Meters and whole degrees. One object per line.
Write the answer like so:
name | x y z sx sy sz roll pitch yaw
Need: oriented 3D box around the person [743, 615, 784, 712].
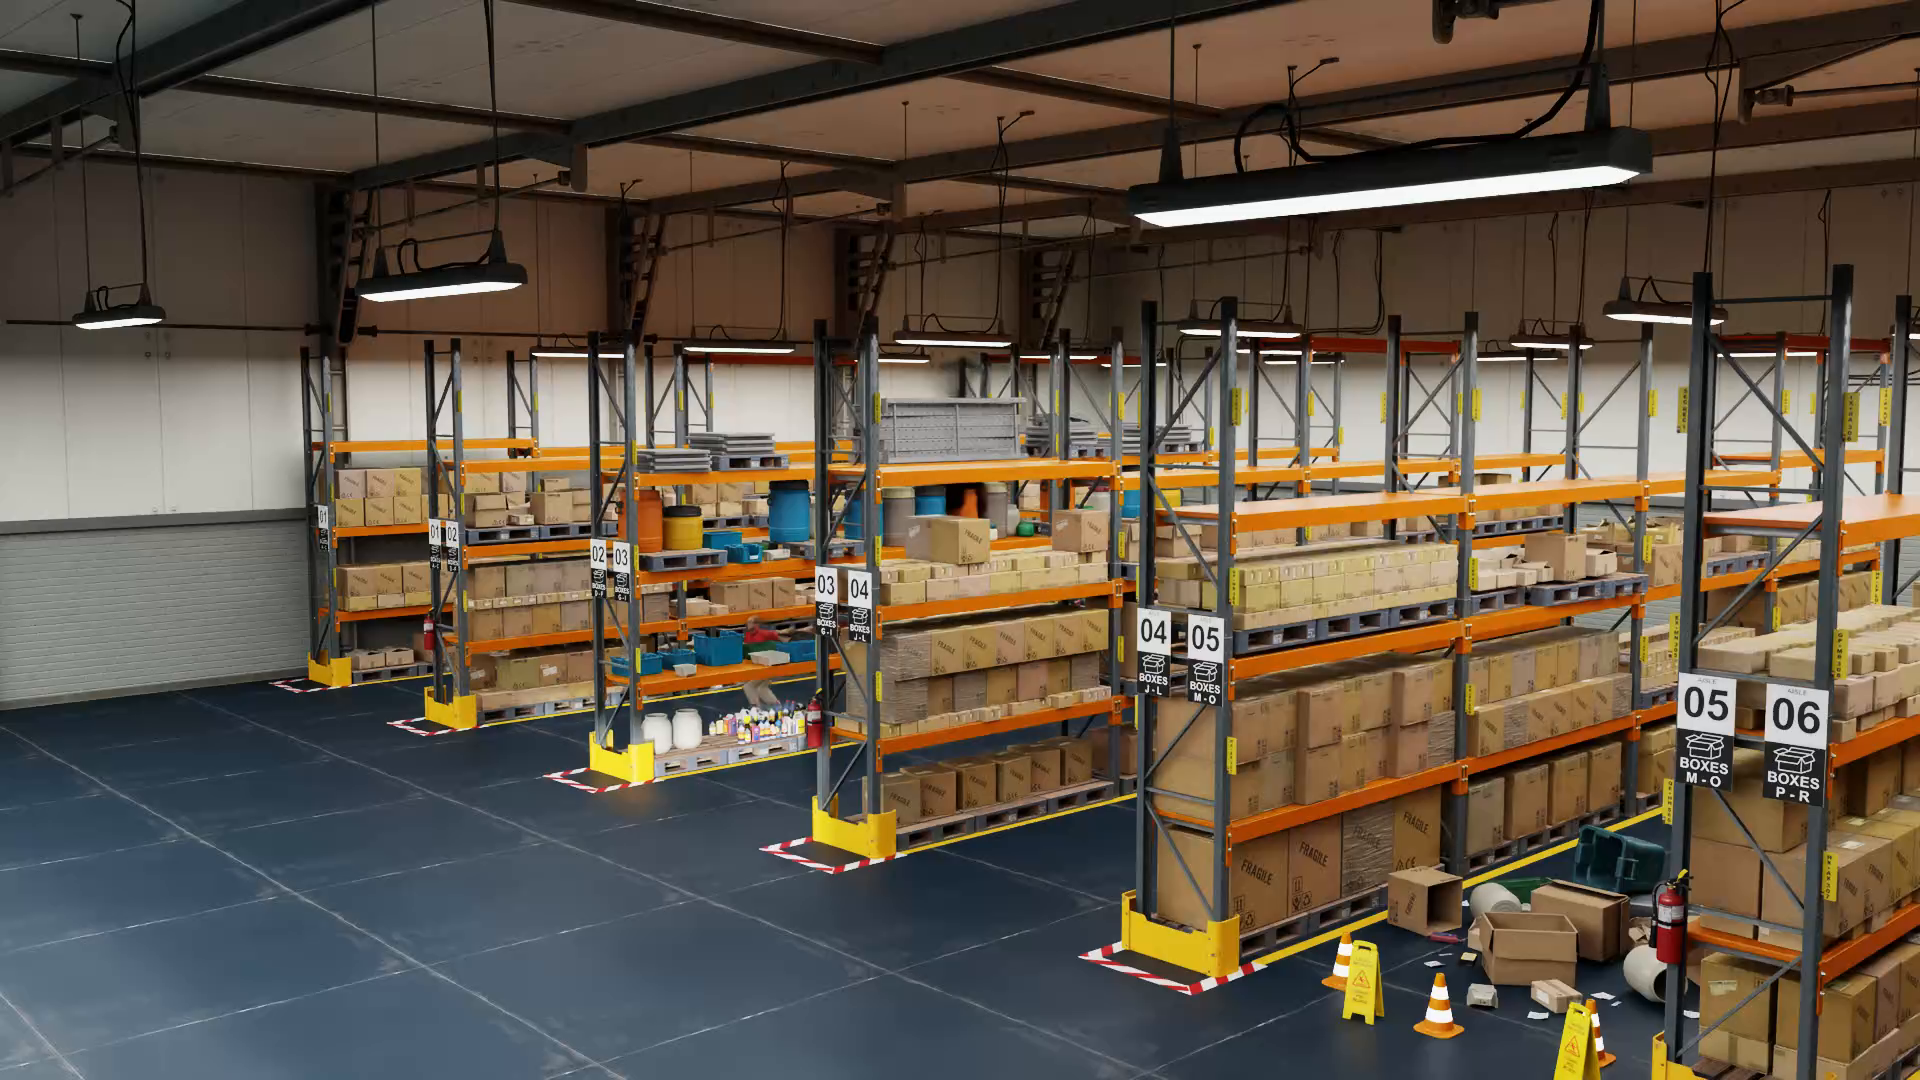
person | -3.109 2.038 25.952 0.854 1.756 0.689 -4 6 -39

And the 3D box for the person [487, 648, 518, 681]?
person | -7.932 1.786 29.136 0.628 1.688 0.815 4 6 35
